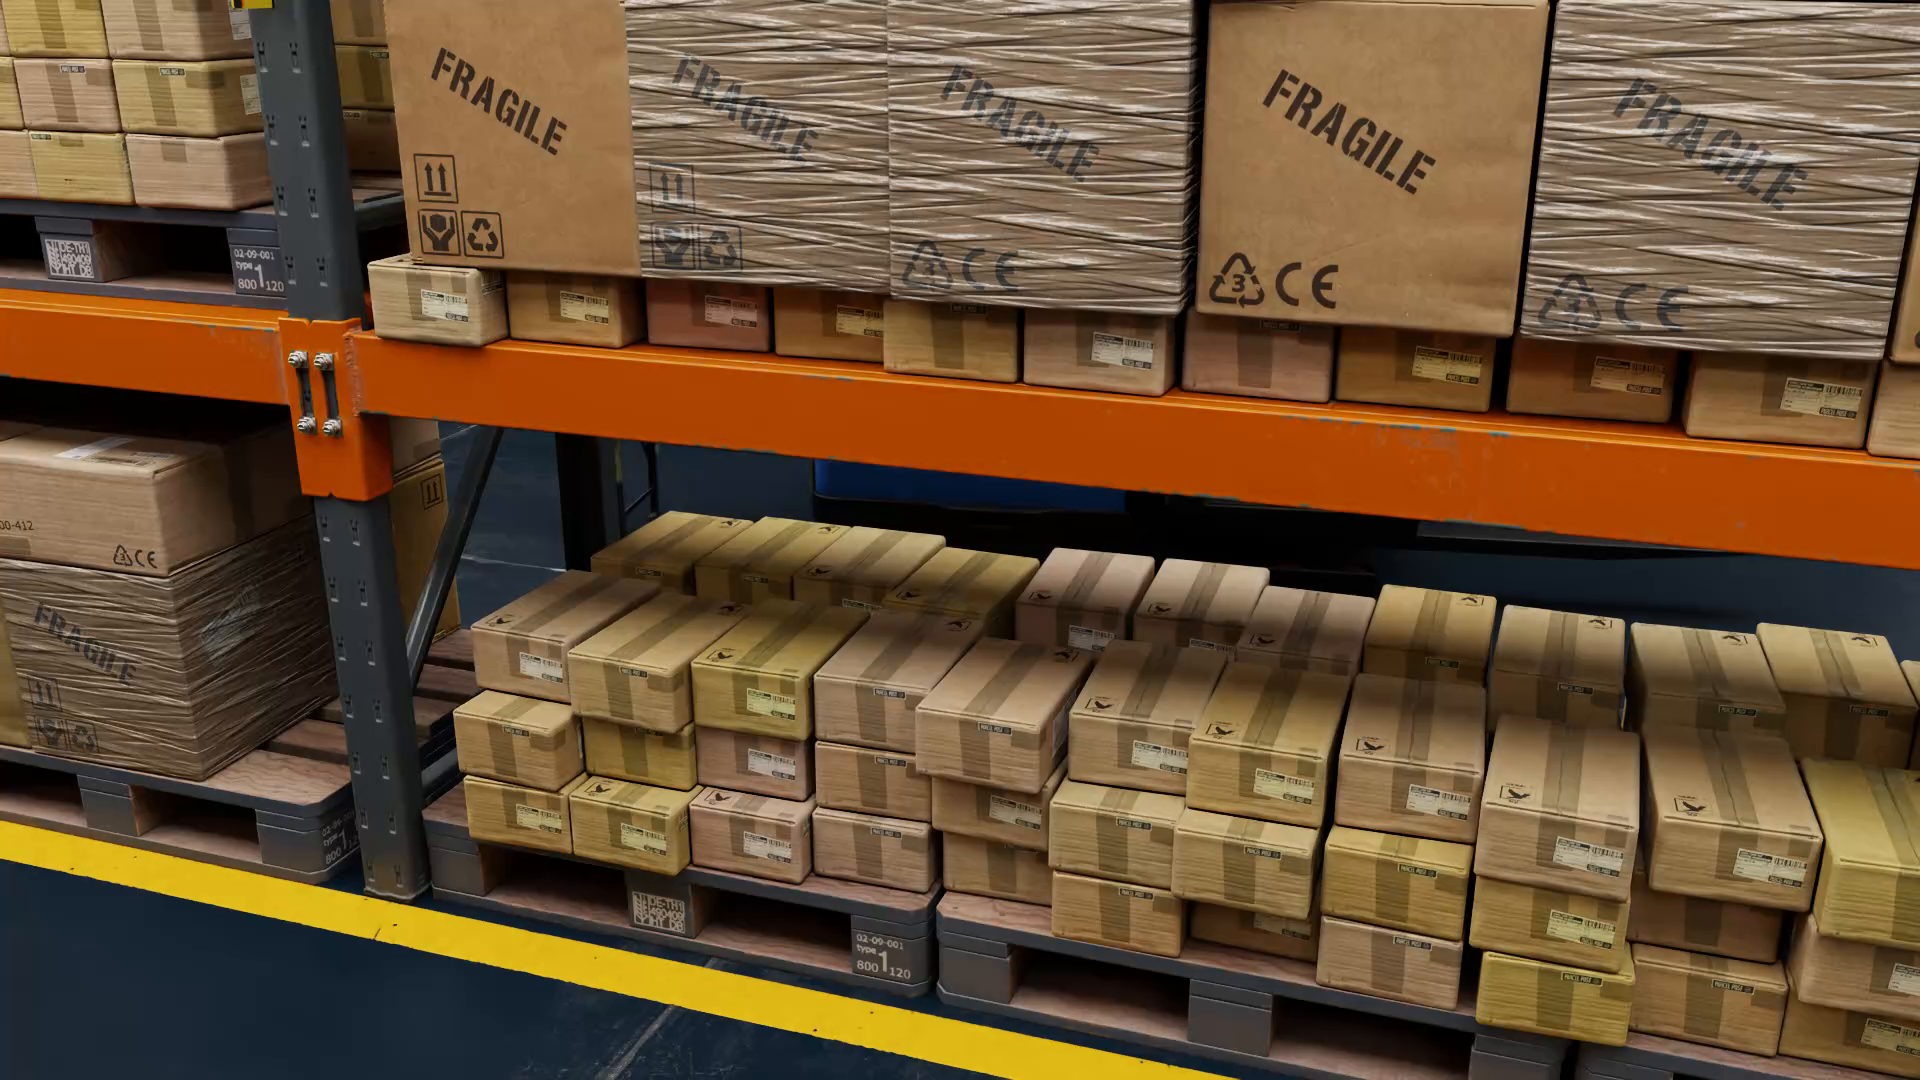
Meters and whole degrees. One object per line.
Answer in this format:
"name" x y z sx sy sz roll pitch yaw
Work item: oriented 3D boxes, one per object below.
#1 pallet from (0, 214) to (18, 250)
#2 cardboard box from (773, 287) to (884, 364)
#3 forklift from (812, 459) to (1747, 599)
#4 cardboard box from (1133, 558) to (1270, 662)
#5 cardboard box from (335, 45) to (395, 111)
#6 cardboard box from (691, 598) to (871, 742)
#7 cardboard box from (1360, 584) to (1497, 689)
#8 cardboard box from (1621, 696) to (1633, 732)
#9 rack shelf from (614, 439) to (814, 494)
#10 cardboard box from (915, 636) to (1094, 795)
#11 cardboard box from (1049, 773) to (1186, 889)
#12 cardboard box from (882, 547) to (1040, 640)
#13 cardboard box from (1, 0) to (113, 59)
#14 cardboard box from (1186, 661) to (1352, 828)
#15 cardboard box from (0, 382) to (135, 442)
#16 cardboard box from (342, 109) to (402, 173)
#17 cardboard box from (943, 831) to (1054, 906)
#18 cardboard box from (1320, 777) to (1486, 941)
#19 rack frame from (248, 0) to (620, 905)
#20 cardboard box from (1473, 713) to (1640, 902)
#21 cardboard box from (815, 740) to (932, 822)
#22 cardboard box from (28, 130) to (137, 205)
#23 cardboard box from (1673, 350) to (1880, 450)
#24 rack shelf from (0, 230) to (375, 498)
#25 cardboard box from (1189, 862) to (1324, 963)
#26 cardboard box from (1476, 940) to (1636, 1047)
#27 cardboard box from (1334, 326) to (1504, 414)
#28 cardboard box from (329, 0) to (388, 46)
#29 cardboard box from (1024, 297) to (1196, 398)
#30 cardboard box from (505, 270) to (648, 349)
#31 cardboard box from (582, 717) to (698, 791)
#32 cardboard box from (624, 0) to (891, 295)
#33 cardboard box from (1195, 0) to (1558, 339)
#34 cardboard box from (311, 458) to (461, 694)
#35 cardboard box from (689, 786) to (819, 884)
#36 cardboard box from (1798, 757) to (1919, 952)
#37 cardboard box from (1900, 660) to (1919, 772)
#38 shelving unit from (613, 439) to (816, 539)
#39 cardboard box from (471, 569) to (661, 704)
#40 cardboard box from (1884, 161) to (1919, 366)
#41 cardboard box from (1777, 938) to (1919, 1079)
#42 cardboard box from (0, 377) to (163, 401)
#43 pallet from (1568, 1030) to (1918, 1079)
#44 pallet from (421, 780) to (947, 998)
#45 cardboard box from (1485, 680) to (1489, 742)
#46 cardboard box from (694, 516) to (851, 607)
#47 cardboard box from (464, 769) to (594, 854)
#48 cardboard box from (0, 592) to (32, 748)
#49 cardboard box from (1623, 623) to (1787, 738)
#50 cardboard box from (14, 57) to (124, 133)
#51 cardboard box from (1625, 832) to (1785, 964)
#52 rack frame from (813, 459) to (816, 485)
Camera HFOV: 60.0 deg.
"pallet" -3.020 -0.900 4.394 1.213 0.211 1.003 7 20 18
"cardboard box" -0.173 -0.461 3.222 0.250 0.149 0.380 6 20 16
"forklift" 1.062 -1.322 5.417 3.031 2.935 1.130 3 19 9
"cardboard box" 0.552 0.182 3.785 0.250 0.149 0.380 6 20 16
"cardboard box" -1.346 -1.166 4.155 0.250 0.149 0.380 7 20 19
"cardboard box" -0.372 0.269 3.537 0.250 0.149 0.380 6 20 17
"cardboard box" 1.020 0.241 3.618 0.250 0.149 0.380 7 20 19
"cardboard box" 1.535 0.436 3.511 0.250 0.149 0.380 7 20 20
"rack shelf" -0.834 -0.422 5.998 0.720 0.370 0.431 3 19 9
"cardboard box" 0.095 0.343 3.325 0.250 0.149 0.380 7 20 19
"cardboard box" 0.346 0.515 3.284 0.250 0.149 0.380 6 20 18
"cardboard box" 0.008 0.157 3.859 0.250 0.149 0.380 7 20 20
"cardboard box" -1.823 -1.132 3.607 0.250 0.149 0.380 6 20 16
"cardboard box" 0.600 0.385 3.203 0.250 0.149 0.380 7 20 18
"cardboard box" -2.393 -0.194 4.095 0.500 0.250 0.500 8 21 21
"cardboard box" -1.346 -1.025 4.204 0.250 0.149 0.380 6 20 15
"cardboard box" 0.138 0.597 3.501 0.250 0.149 0.380 6 20 16
"cardboard box" 0.840 0.570 3.125 0.250 0.149 0.380 8 21 21
"rack frame" -1.125 -0.760 3.699 0.127 3.000 1.000 7 20 18
"cardboard box" 1.069 0.468 2.967 0.250 0.149 0.380 7 21 20
"cardboard box" -0.123 0.431 3.525 0.250 0.149 0.380 5 20 15
"cardboard box" -1.811 -0.849 3.698 0.250 0.149 0.380 7 20 18
"cardboard box" 1.300 -0.276 2.691 0.250 0.149 0.380 6 20 16
"rack shelf" -3.014 -0.636 4.438 4.000 0.370 1.077 7 20 18
"cardboard box" 0.625 0.659 3.321 0.250 0.149 0.380 7 20 20
"cardboard box" 1.091 0.746 3.073 0.250 0.149 0.380 6 20 16
"cardboard box" 0.809 -0.347 2.896 0.250 0.149 0.380 7 20 19
"cardboard box" -1.346 -1.306 4.106 0.250 0.149 0.380 8 21 21
"cardboard box" 0.295 -0.382 2.996 0.250 0.149 0.380 7 21 20
"cardboard box" -0.697 -0.504 3.347 0.250 0.149 0.380 7 20 20
"cardboard box" -0.619 0.385 3.655 0.250 0.149 0.380 7 20 18
"cardboard box" -0.270 -0.765 3.109 0.500 0.500 0.500 7 20 18
"cardboard box" 0.710 -0.650 2.781 0.500 0.500 0.500 8 21 21
"cardboard box" -1.736 0.060 4.507 0.500 0.500 0.500 7 21 20
"cardboard box" -0.383 0.567 3.587 0.250 0.149 0.380 6 20 18
"cardboard box" 1.565 0.527 2.796 0.250 0.149 0.380 6 20 17
"cardboard box" 1.970 0.384 3.206 0.250 0.149 0.380 7 20 19
"shelving unit" -0.834 -0.730 5.891 0.755 1.500 0.431 3 19 9
"cardboard box" -0.868 0.209 3.710 0.250 0.149 0.380 7 21 20
"cardboard box" 1.659 -0.541 2.468 0.500 0.500 0.500 6 20 17
"cardboard box" 1.590 0.776 2.985 0.250 0.149 0.380 6 20 18
"cardboard box" -2.240 -0.351 4.546 0.500 0.250 0.500 7 20 20
"pallet" 1.826 0.882 3.226 1.213 0.211 1.003 7 20 18
"pallet" -0.479 0.618 3.982 1.213 0.211 1.003 7 20 18
"cardboard box" 0.984 0.420 3.555 0.250 0.149 0.380 8 21 21
"cardboard box" -0.449 0.080 4.080 0.250 0.149 0.380 7 20 19
"cardboard box" -0.887 0.527 3.700 0.250 0.149 0.380 6 20 16
"cardboard box" -2.392 0.165 4.206 0.500 0.500 0.500 6 20 17
"cardboard box" 1.513 0.316 3.401 0.250 0.149 0.380 6 20 15
"cardboard box" -1.815 -0.990 3.650 0.250 0.149 0.380 7 20 18
"cardboard box" 1.349 0.595 3.055 0.250 0.149 0.380 6 20 17
"rack frame" -0.473 -0.710 5.835 0.023 1.500 0.400 3 19 9
